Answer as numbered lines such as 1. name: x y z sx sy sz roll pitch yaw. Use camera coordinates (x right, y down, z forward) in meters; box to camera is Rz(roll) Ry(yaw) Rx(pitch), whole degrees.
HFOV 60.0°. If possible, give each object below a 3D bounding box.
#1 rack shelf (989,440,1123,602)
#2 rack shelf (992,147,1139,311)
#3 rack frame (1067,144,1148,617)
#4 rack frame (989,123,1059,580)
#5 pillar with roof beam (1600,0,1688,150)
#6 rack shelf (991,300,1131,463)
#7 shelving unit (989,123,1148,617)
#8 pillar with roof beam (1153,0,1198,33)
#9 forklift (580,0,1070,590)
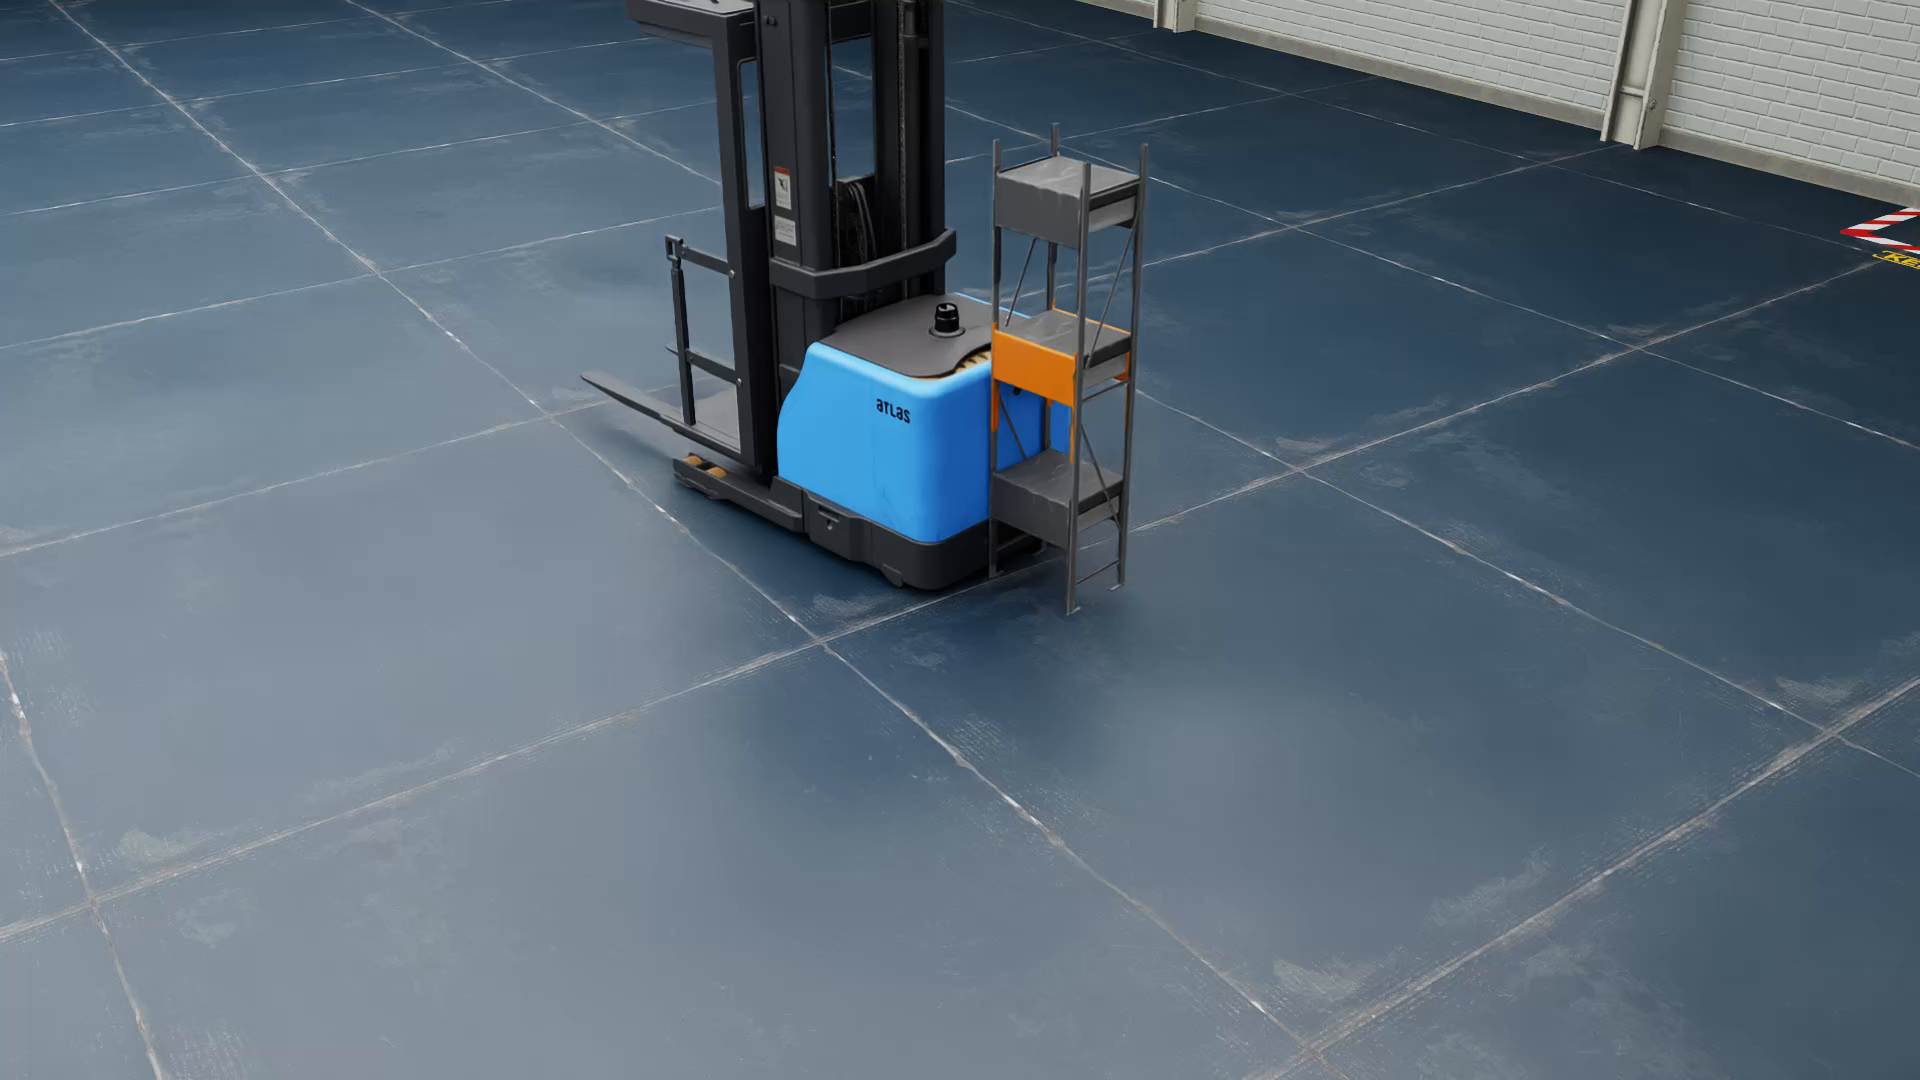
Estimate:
1. rack shelf: 0.457 -0.096 7.722 0.480 0.518 0.431 25 37 38
2. rack shelf: 0.457 -1.327 7.054 0.480 0.518 0.431 25 37 38
3. rack frame: 0.632 -0.642 7.233 0.015 2.100 0.400 25 37 38
4. rack frame: 0.281 -0.804 7.531 0.015 2.100 0.400 25 37 38
5. pillar with roof beam: 2.431 -6.292 10.406 9.100 9.000 0.400 -19 34 -31
6. rack shelf: 0.457 -0.711 7.388 0.480 0.518 0.431 25 37 38
7. shelving unit: 0.457 -0.723 7.382 0.503 2.100 0.431 25 37 38
8. pillar with roof beam: -1.050 -8.624 14.701 9.100 9.000 0.400 -19 34 -31
9. forklift: -0.863 -1.655 8.227 3.031 2.935 1.130 25 37 38
